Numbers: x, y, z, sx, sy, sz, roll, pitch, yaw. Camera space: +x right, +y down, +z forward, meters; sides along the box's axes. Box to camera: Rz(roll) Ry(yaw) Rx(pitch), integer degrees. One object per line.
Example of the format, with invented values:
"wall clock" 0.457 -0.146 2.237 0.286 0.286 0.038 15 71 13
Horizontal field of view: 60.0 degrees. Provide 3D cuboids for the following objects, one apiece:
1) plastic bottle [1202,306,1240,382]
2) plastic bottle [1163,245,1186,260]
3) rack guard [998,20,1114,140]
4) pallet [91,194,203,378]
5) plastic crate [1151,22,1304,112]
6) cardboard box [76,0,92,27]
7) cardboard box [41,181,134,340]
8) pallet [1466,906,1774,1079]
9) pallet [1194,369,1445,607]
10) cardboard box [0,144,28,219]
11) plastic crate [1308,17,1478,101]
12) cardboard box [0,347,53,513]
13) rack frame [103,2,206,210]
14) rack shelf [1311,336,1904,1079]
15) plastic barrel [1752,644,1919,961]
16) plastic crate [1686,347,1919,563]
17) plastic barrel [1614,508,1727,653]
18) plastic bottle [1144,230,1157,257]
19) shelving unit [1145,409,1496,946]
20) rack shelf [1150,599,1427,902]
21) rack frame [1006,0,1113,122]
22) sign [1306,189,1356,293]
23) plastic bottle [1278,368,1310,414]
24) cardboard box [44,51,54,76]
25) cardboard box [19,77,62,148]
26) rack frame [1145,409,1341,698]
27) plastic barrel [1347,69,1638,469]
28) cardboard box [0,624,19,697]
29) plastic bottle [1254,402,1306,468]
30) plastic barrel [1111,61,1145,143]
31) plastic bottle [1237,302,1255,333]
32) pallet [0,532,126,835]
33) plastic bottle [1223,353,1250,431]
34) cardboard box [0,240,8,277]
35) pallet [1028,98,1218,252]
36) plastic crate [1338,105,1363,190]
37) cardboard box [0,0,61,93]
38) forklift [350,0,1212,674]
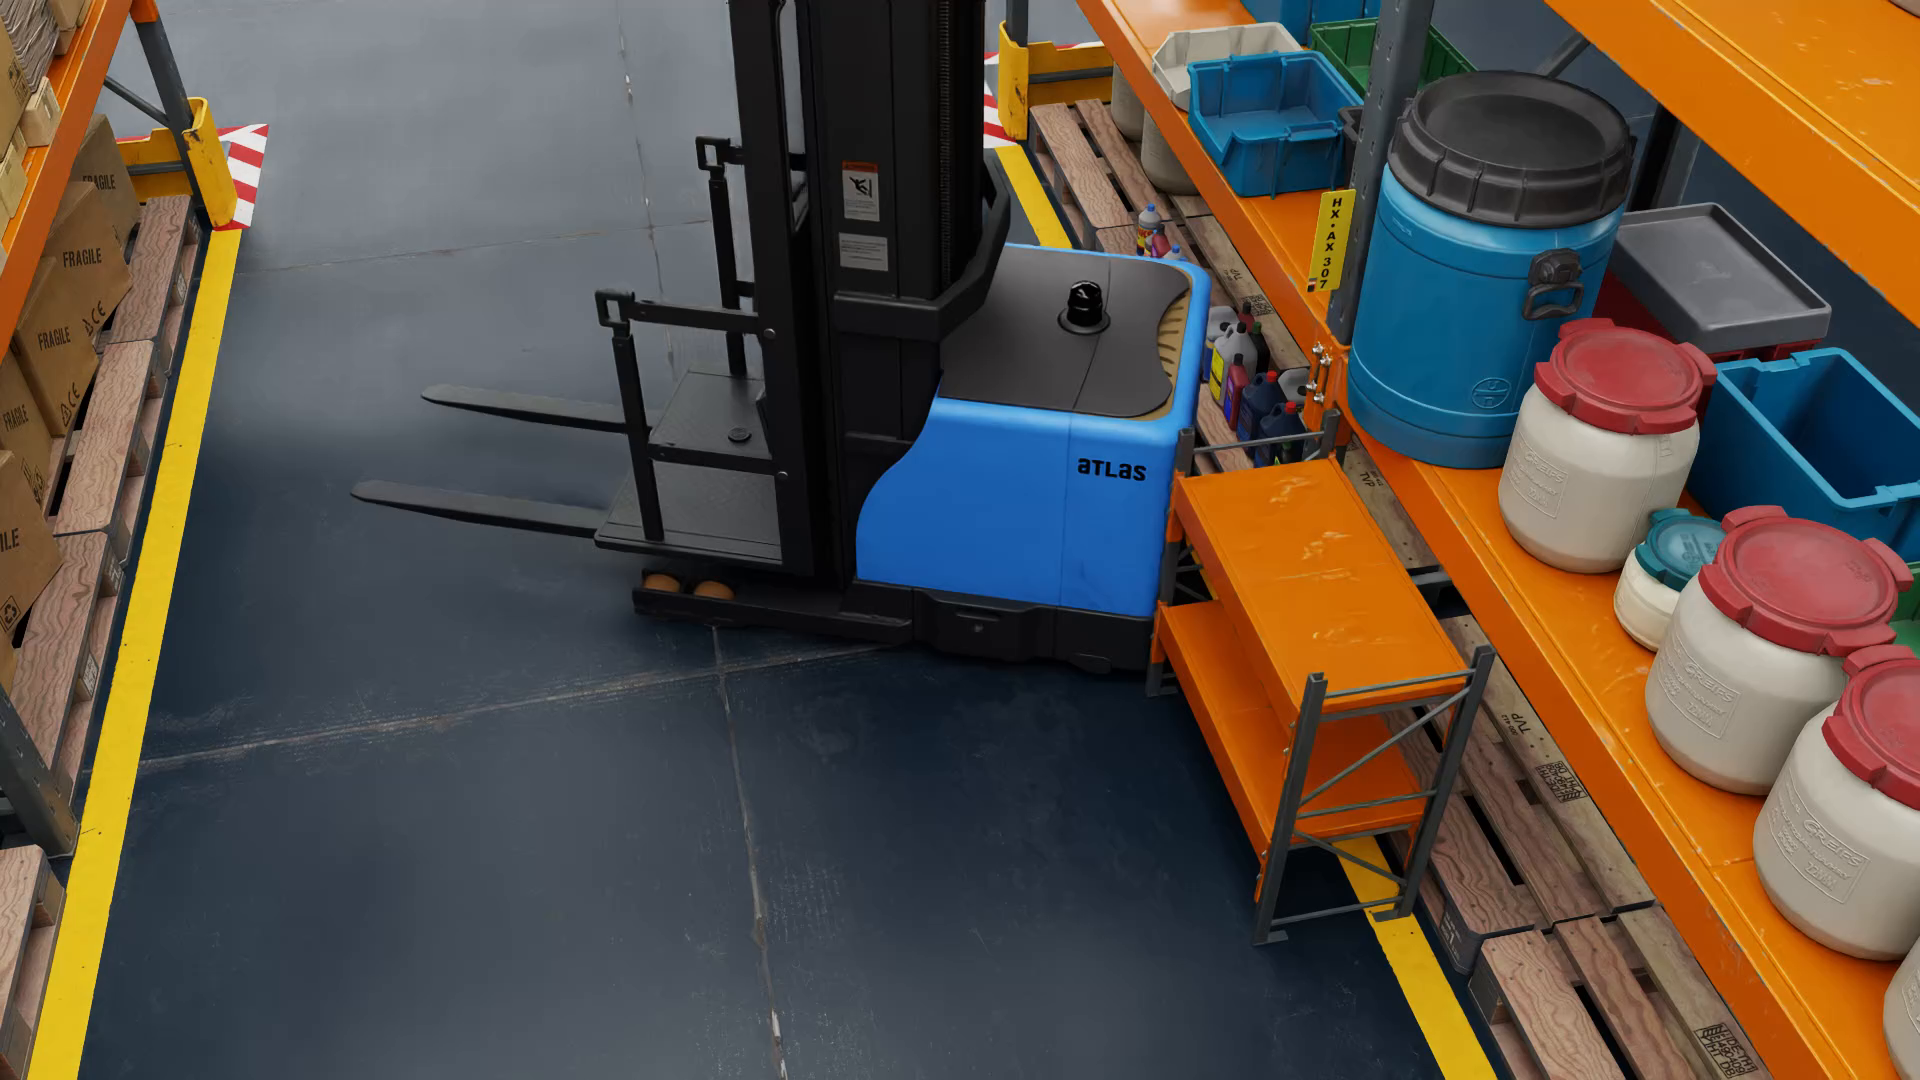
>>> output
"plastic bottle" 1.034 -0.779 6.589 0.152 0.276 0.135 -8 42 -8
"plastic bottle" 0.894 -1.113 6.968 0.097 0.271 0.097 0 42 0
"rack guard" 0.795 -2.433 8.614 1.175 0.500 0.348 -8 42 -9
"pallet" -3.946 -1.077 7.304 1.003 0.211 1.213 -8 42 -9
"plastic crate" 0.998 -1.735 6.144 0.530 0.136 0.437 -8 42 -9
"cardboard box" -3.683 -2.135 6.585 0.380 0.149 0.250 -8 42 -9
"cardboard box" -3.822 -1.133 6.834 0.500 0.500 0.500 2 42 2
"pallet" 2.070 1.521 4.377 1.003 0.211 1.213 -8 42 -9
"pallet" 1.492 -0.216 6.334 1.003 0.211 1.213 -8 42 -9
"cardboard box" -3.329 -1.167 5.494 0.380 0.149 0.250 -8 42 -9
"plastic crate" 1.579 -1.659 6.019 0.450 0.188 0.662 -8 42 -9
"cardboard box" -3.629 -0.356 5.959 0.500 0.500 0.500 -12 43 -13
"rack frame" -4.103 -2.701 7.033 1.000 3.000 0.127 -8 42 -9
"rack shelf" 2.028 0.748 3.690 1.077 0.370 4.000 -8 42 -9
"plastic barrel" 1.840 0.539 3.281 0.433 0.535 0.433 0 42 0
"plastic crate" 2.138 -0.141 4.162 0.392 0.384 0.575 -8 42 -9
"plastic barrel" 1.732 0.114 3.966 0.301 0.262 0.301 0 42 0
"plastic bottle" 0.842 -1.241 7.166 0.097 0.201 0.097 0 42 0
"shelving unit" 0.997 0.400 4.942 0.538 1.125 1.048 -8 42 -10
"rack shelf" 0.993 0.583 5.105 0.538 0.278 1.000 -8 42 -10
"rack frame" 0.733 -3.410 7.832 1.000 3.000 0.127 -8 42 -9
"sign" 1.057 -0.849 4.739 0.100 0.325 0.005 -8 42 -9
"plastic bottle" 1.274 -0.502 6.276 0.152 0.276 0.135 -8 42 -9
"cardboard box" -3.630 -1.803 6.210 0.380 0.149 0.250 -8 42 -9
"cardboard box" -3.414 -1.494 5.863 0.380 0.149 0.250 -8 42 -9
"rack frame" 0.883 0.070 5.312 0.500 1.125 0.032 -8 42 -10
"plastic barrel" 1.384 -0.711 4.414 0.600 0.901 0.708 -8 42 -9
"cardboard box" -3.287 0.405 5.101 0.500 0.500 0.500 -10 42 -11
"plastic bottle" 1.176 -0.368 6.069 0.144 0.351 0.185 -9 42 -10
"plastic barrel" 0.950 -2.221 8.051 0.421 0.512 0.421 0 42 0
"plastic bottle" 1.137 -0.798 6.604 0.061 0.283 0.133 -8 42 -9
"pallet" -3.419 0.505 5.522 1.003 0.211 1.213 -8 42 -9
"plastic bottle" 1.059 -0.566 6.343 0.061 0.283 0.133 -6 42 -6
"cardboard box" -3.192 -0.847 5.134 0.380 0.149 0.250 -8 42 -9
"pallet" 0.965 -1.798 8.116 1.003 0.211 1.213 -8 42 -9
"plastic crate" 1.607 -1.152 5.335 0.767 0.338 0.504 -8 42 -9
"cardboard box" -3.721 -1.852 5.777 0.875 0.500 0.500 -8 42 -9
"forklift" -0.694 -1.122 5.307 3.031 2.935 1.130 7 42 8
